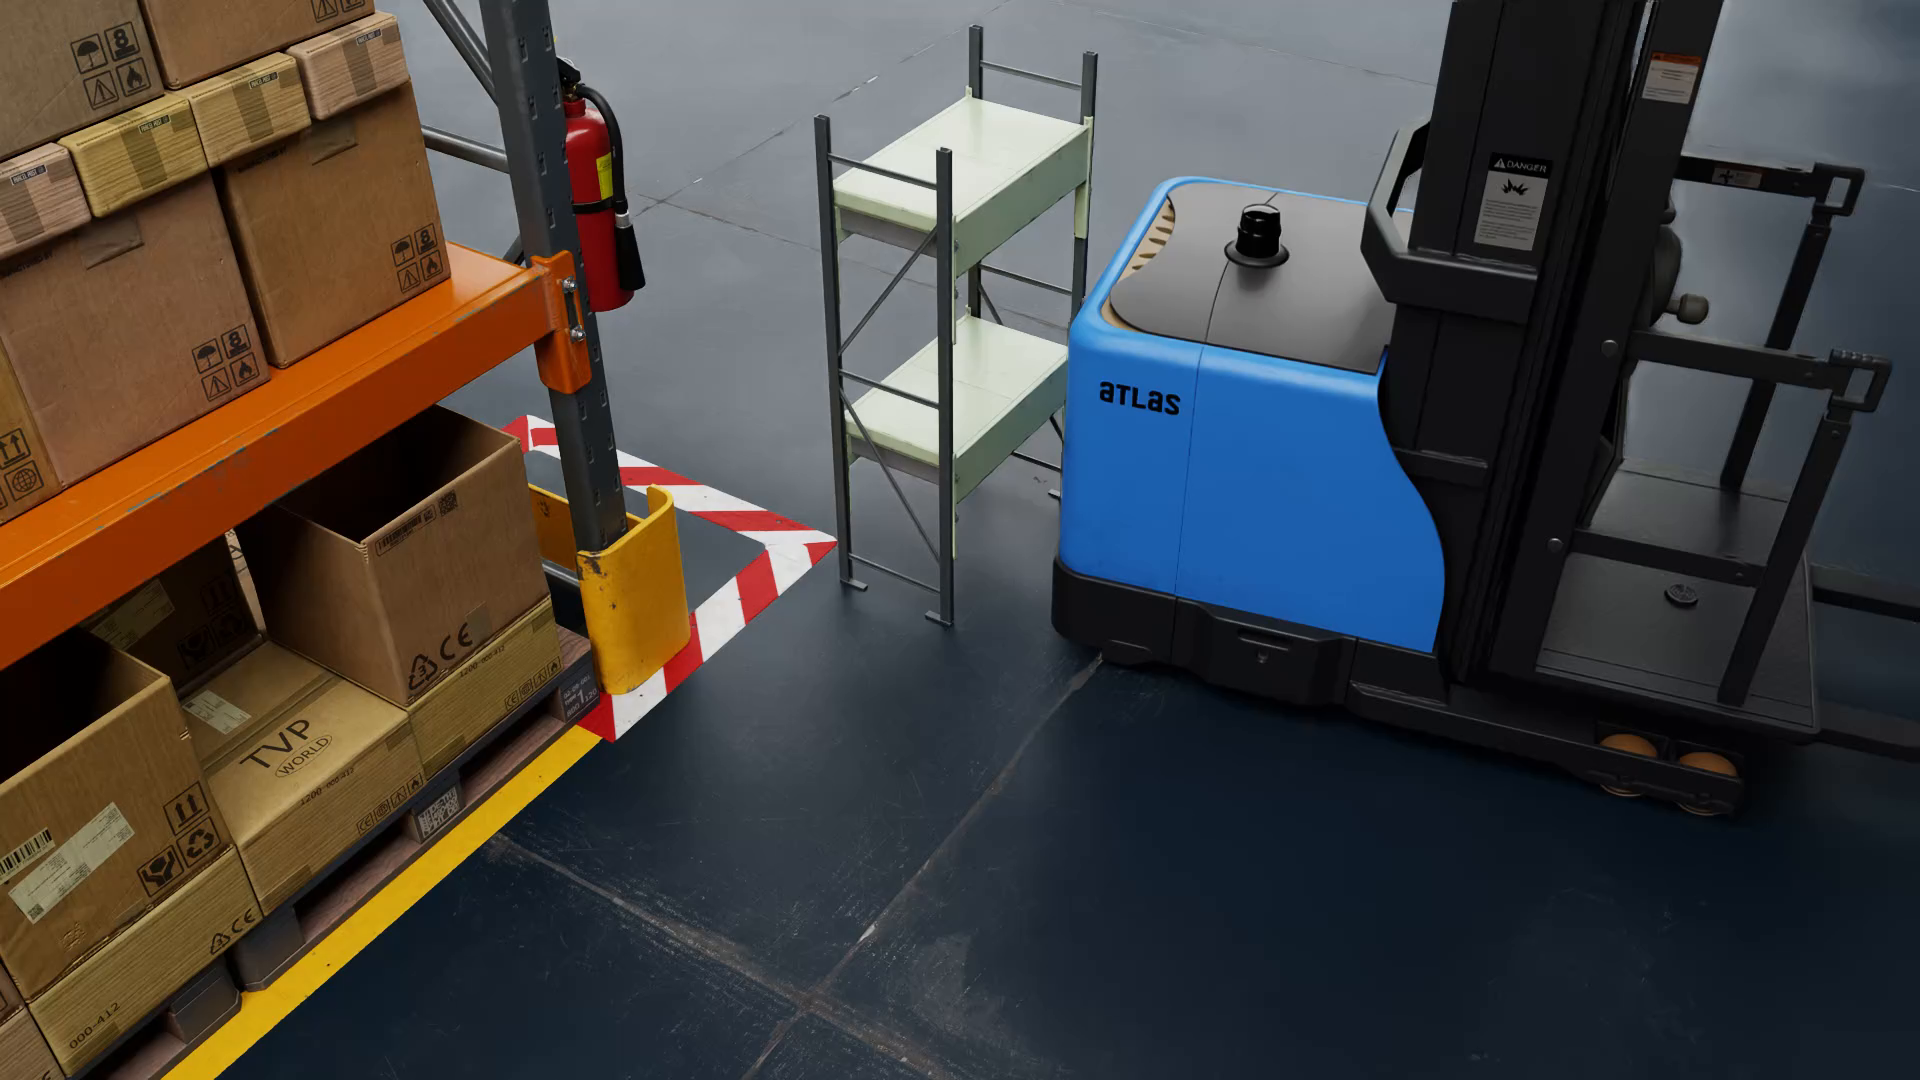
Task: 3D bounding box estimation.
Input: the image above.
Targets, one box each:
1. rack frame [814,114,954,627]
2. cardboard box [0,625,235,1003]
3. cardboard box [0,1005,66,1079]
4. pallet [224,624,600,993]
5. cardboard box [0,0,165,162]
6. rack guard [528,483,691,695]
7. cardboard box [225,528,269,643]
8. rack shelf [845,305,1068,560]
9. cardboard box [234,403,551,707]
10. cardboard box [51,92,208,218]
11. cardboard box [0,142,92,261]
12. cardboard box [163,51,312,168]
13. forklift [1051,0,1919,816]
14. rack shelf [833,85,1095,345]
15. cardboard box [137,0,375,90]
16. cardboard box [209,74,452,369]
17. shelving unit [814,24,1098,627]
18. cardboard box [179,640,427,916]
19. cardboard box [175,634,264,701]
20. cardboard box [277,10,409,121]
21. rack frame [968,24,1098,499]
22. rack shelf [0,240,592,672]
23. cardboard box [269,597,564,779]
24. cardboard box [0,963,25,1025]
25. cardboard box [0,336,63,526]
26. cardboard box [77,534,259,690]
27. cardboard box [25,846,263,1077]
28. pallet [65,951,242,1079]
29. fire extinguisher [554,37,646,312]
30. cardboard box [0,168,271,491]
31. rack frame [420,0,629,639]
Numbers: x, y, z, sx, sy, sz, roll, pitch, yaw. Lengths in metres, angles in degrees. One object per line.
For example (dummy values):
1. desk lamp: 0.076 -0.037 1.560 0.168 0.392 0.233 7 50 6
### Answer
1. rack frame: -0.193 -0.409 4.552 0.400 1.500 0.023 21 42 25
2. cardboard box: -1.922 0.517 3.417 0.500 0.500 0.500 21 42 25
3. cardboard box: -2.194 1.070 3.313 0.500 0.250 0.500 21 42 25
4. pallet: -1.737 0.509 4.416 1.003 0.211 1.213 21 42 25
5. cardboard box: -1.929 -1.020 2.971 0.700 0.500 0.500 20 42 24
6. rack guard: -1.350 -0.025 4.873 1.175 0.500 0.348 21 42 25
7. cardboard box: -1.838 0.123 4.541 0.500 0.250 0.500 21 42 25
8. rack shelf: 0.004 -0.339 4.996 0.431 0.370 0.720 21 42 25
9. cardboard box: -1.399 -0.004 4.092 0.500 0.500 0.500 21 42 25
10. cardboard box: -1.683 -0.773 3.183 0.380 0.149 0.250 21 42 24
11. cardboard box: -1.819 -0.644 3.015 0.380 0.149 0.250 22 43 26
12. cardboard box: -1.546 -0.905 3.354 0.380 0.149 0.250 22 43 26
13. forklift: 1.837 -0.813 3.904 3.031 2.935 1.130 13 39 16
14. rack shelf: 0.004 -0.907 4.558 0.431 0.370 0.720 21 42 25
15. cardboard box: -1.652 -1.293 3.325 0.700 0.500 0.500 21 42 25
16. cardboard box: -1.624 -0.806 3.757 0.700 0.500 0.500 21 42 25
17. shelving unit: 0.004 -0.597 4.797 0.431 1.500 0.755 21 42 25
18. cardboard box: -1.659 0.554 3.982 0.500 0.250 0.500 21 42 25
19. cardboard box: -2.103 0.382 4.205 0.500 0.250 0.500 21 42 25
20. cardboard box: -1.407 -1.040 3.529 0.380 0.149 0.250 20 42 24
21. rack frame: 0.200 -0.786 5.041 0.400 1.500 0.023 21 42 25
22. rack shelf: -2.435 0.313 2.976 1.077 0.370 4.000 21 42 25
23. cardboard box: -1.401 0.293 4.321 0.500 0.250 0.500 21 42 25
24. cardboard box: -2.191 0.774 3.083 0.500 0.500 0.500 21 42 25
25. cardboard box: -2.172 -0.280 3.074 0.700 0.500 0.500 21 43 25
26. cardboard box: -2.104 0.085 3.977 0.500 0.500 0.500 21 42 25
27. cardboard box: -1.925 0.813 3.647 0.500 0.250 0.500 21 42 25
28. pallet: -2.392 1.136 3.604 1.003 0.211 1.213 21 42 25
29. fire extinguisher: -0.907 -0.881 4.000 0.296 0.674 0.183 21 42 25
30. cardboard box: -1.901 -0.534 3.404 0.700 0.500 0.500 22 43 26
31. rack frame: -1.363 -1.003 4.094 1.000 3.000 0.127 21 42 25
